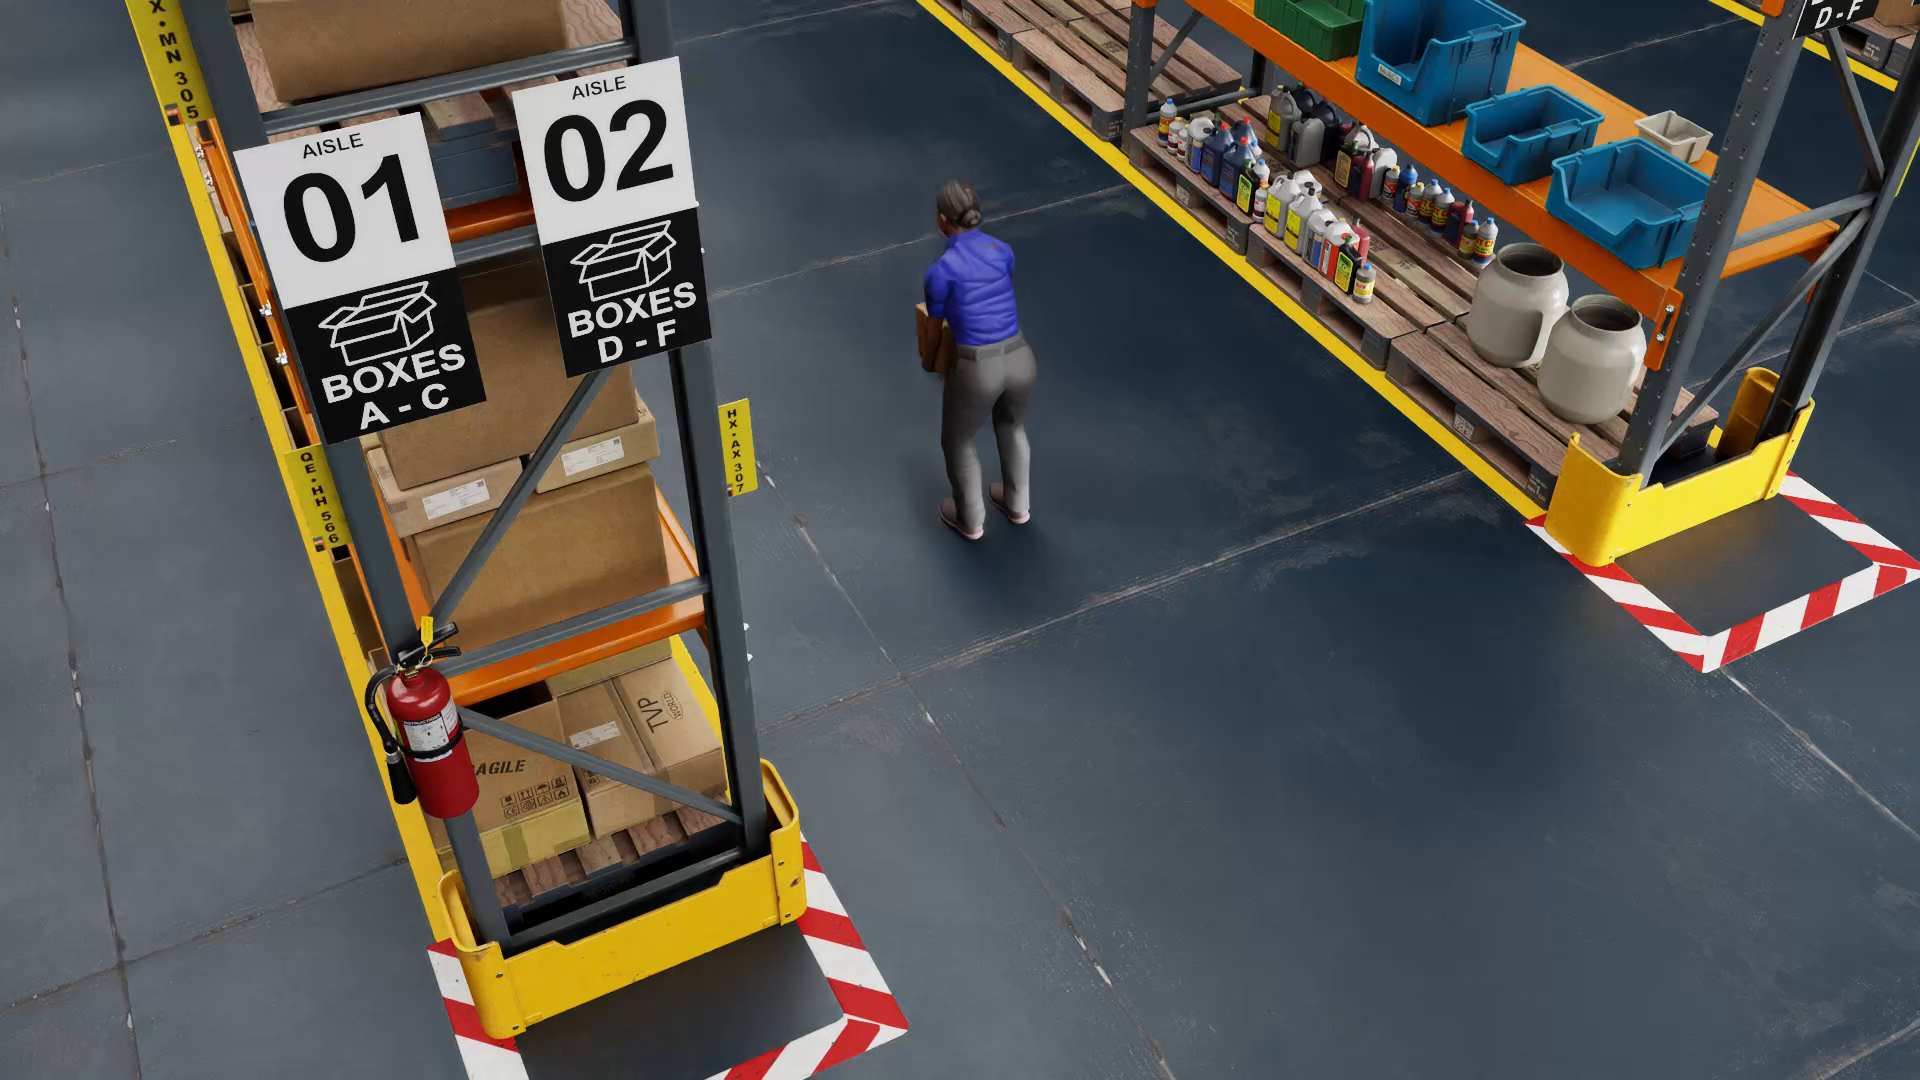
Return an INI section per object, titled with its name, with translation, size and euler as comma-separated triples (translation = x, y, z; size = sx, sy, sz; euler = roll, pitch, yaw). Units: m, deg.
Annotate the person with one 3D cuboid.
[person]
translation = 0.067, -0.748, 7.066
size = 0.410, 1.590, 0.557
euler = -20, 45, -21
